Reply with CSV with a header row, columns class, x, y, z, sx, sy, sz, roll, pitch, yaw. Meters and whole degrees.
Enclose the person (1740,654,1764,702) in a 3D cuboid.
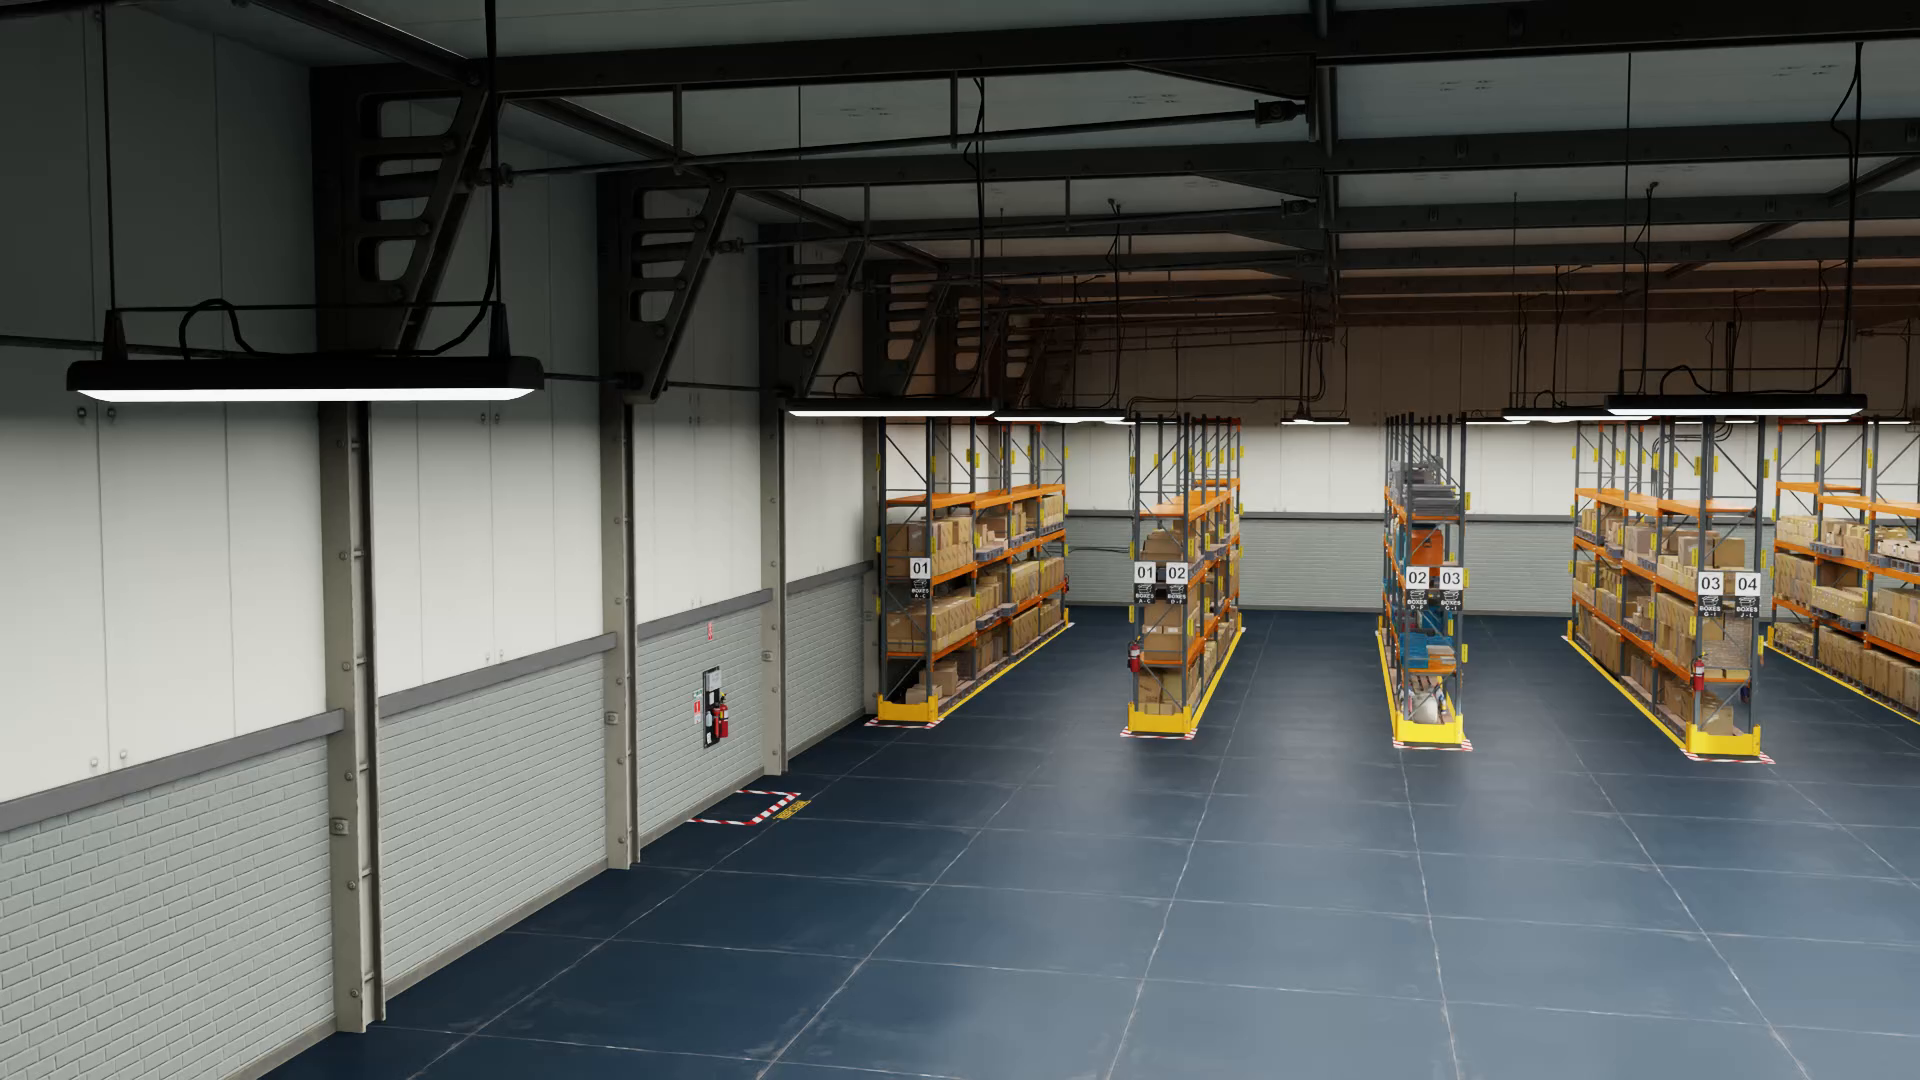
class,x,y,z,sx,sy,sz,roll,pitch,yaw
person,16.585,2.545,34.958,0.527,1.665,0.668,1,4,10
